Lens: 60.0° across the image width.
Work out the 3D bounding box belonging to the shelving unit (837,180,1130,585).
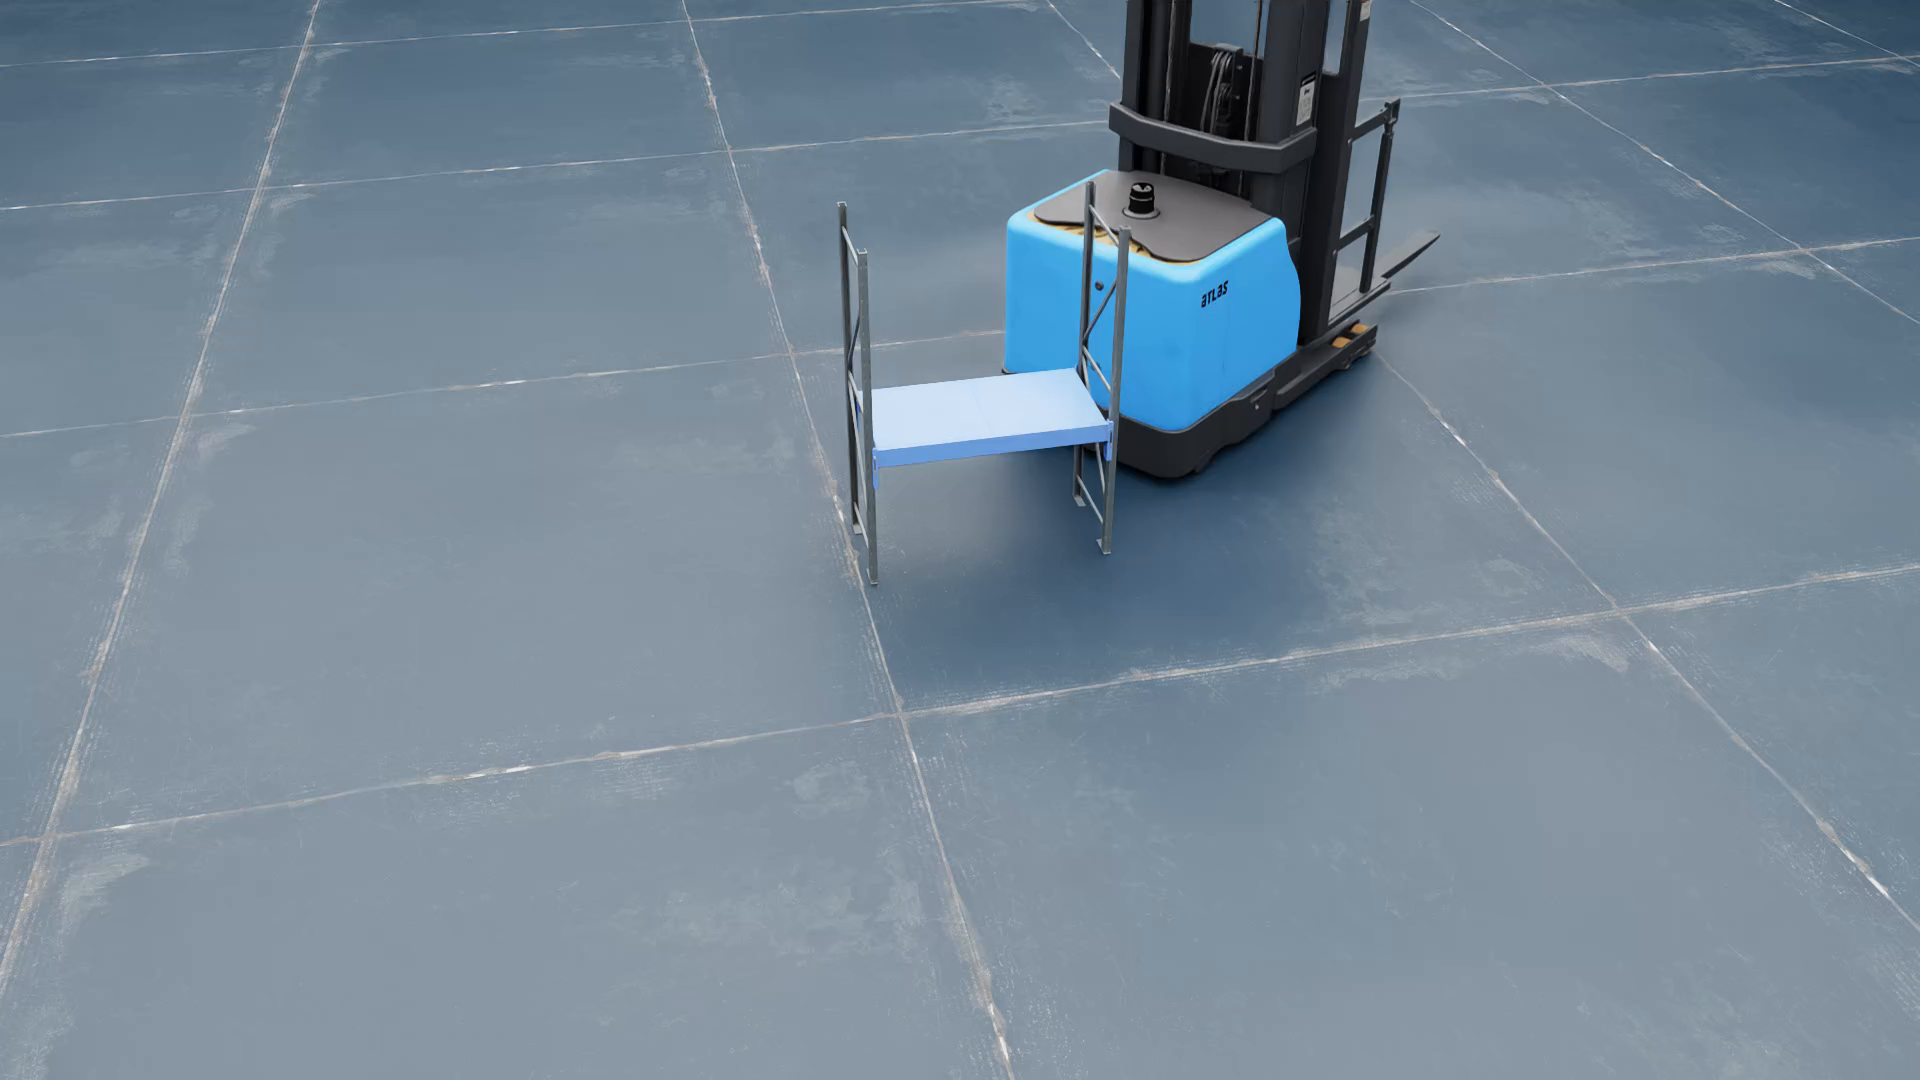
[{"bbox_3d":[0.083,-0.633,6.848,1.048,1.500,0.538,-7,35,-11],"label":"shelving unit"}]

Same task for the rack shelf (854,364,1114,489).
[{"bbox_3d":[0.083,-0.484,6.948,1.000,0.185,0.538,-7,35,-11],"label":"rack shelf"}]

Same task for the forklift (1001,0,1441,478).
[{"bbox_3d":[1.519,-2.250,7.973,1.130,2.935,3.031,25,41,32],"label":"forklift"}]

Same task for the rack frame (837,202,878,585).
[{"bbox_3d":[-0.413,-0.571,6.755,0.032,1.500,0.500,-7,35,-11],"label":"rack frame"}]

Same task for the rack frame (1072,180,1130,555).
[{"bbox_3d":[0.579,-0.696,6.941,0.032,1.500,0.500,-7,35,-11],"label":"rack frame"}]
